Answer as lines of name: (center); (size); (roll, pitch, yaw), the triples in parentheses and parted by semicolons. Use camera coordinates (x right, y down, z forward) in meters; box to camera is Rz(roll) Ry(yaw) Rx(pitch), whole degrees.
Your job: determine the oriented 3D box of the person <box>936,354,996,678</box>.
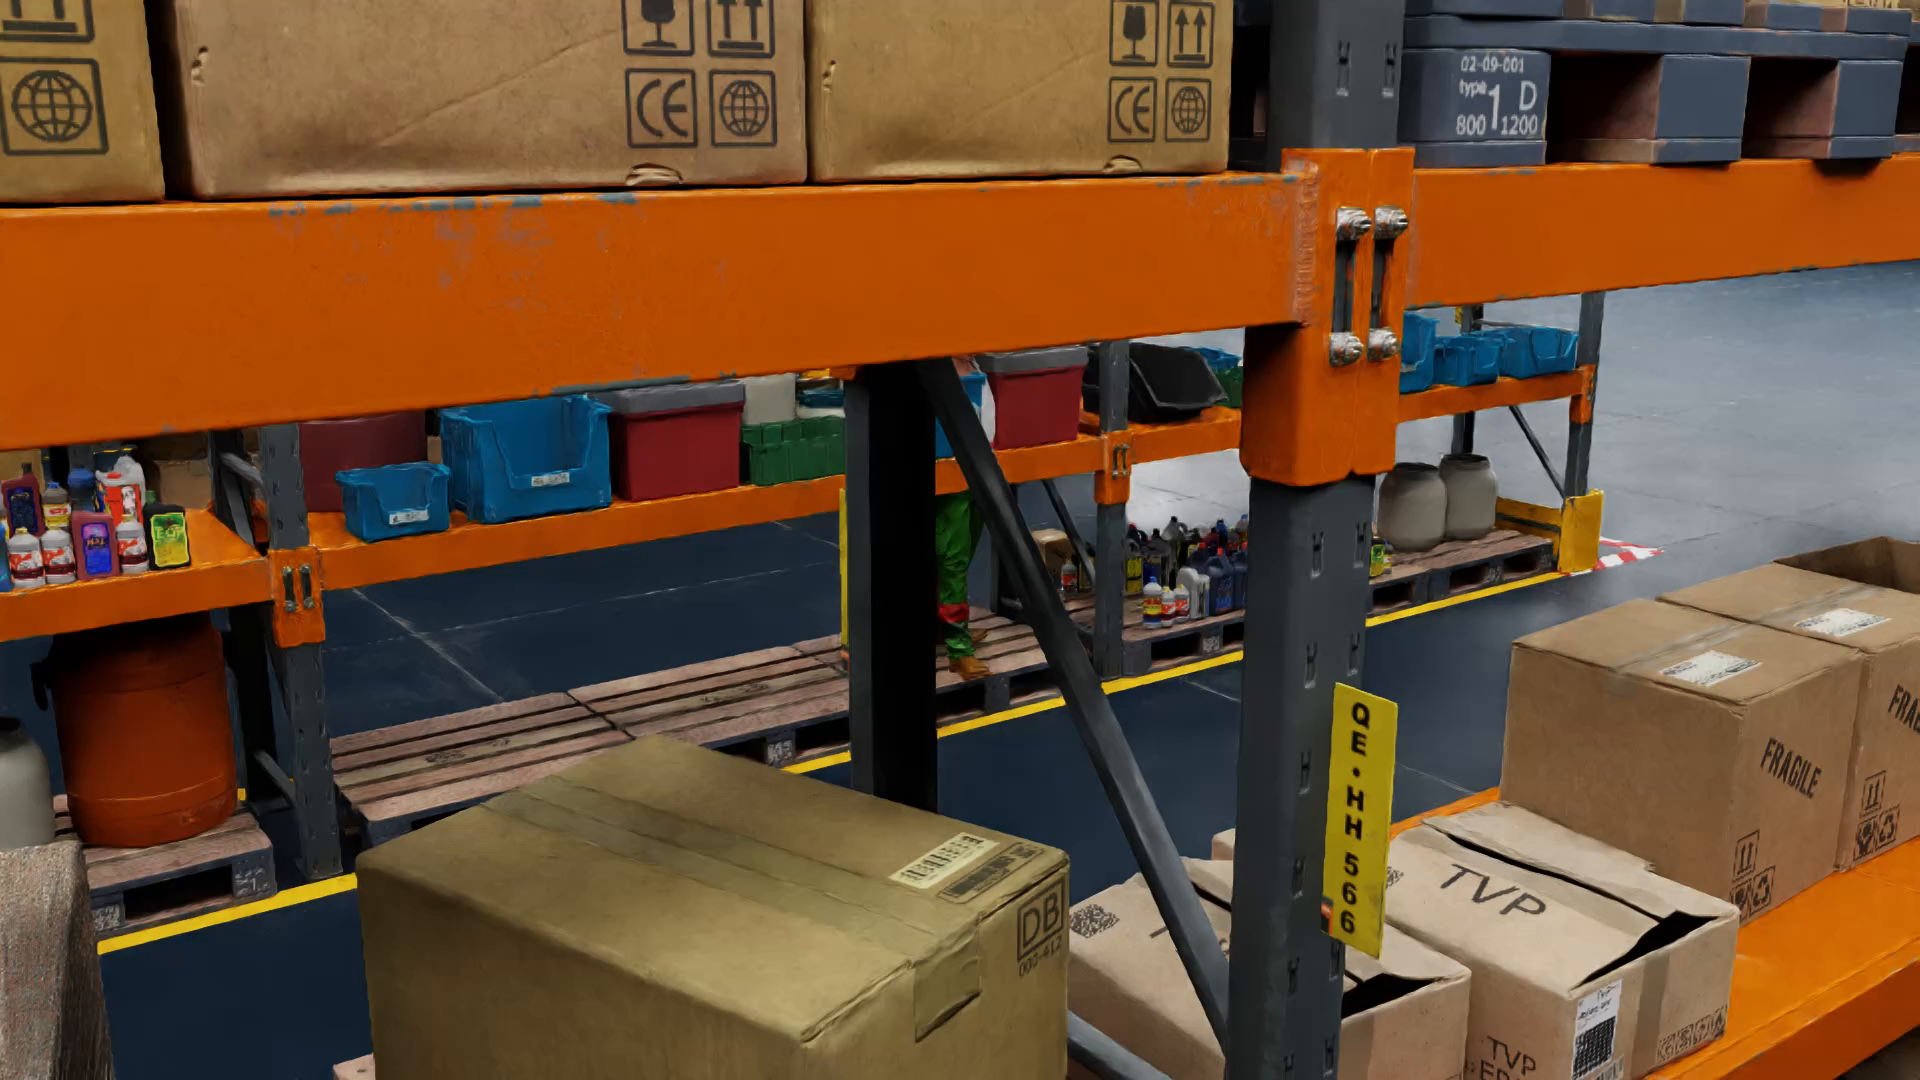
person: (-0.003, -0.252, 8.018); (0.629, 1.790, 0.717); (12, 18, 39)
